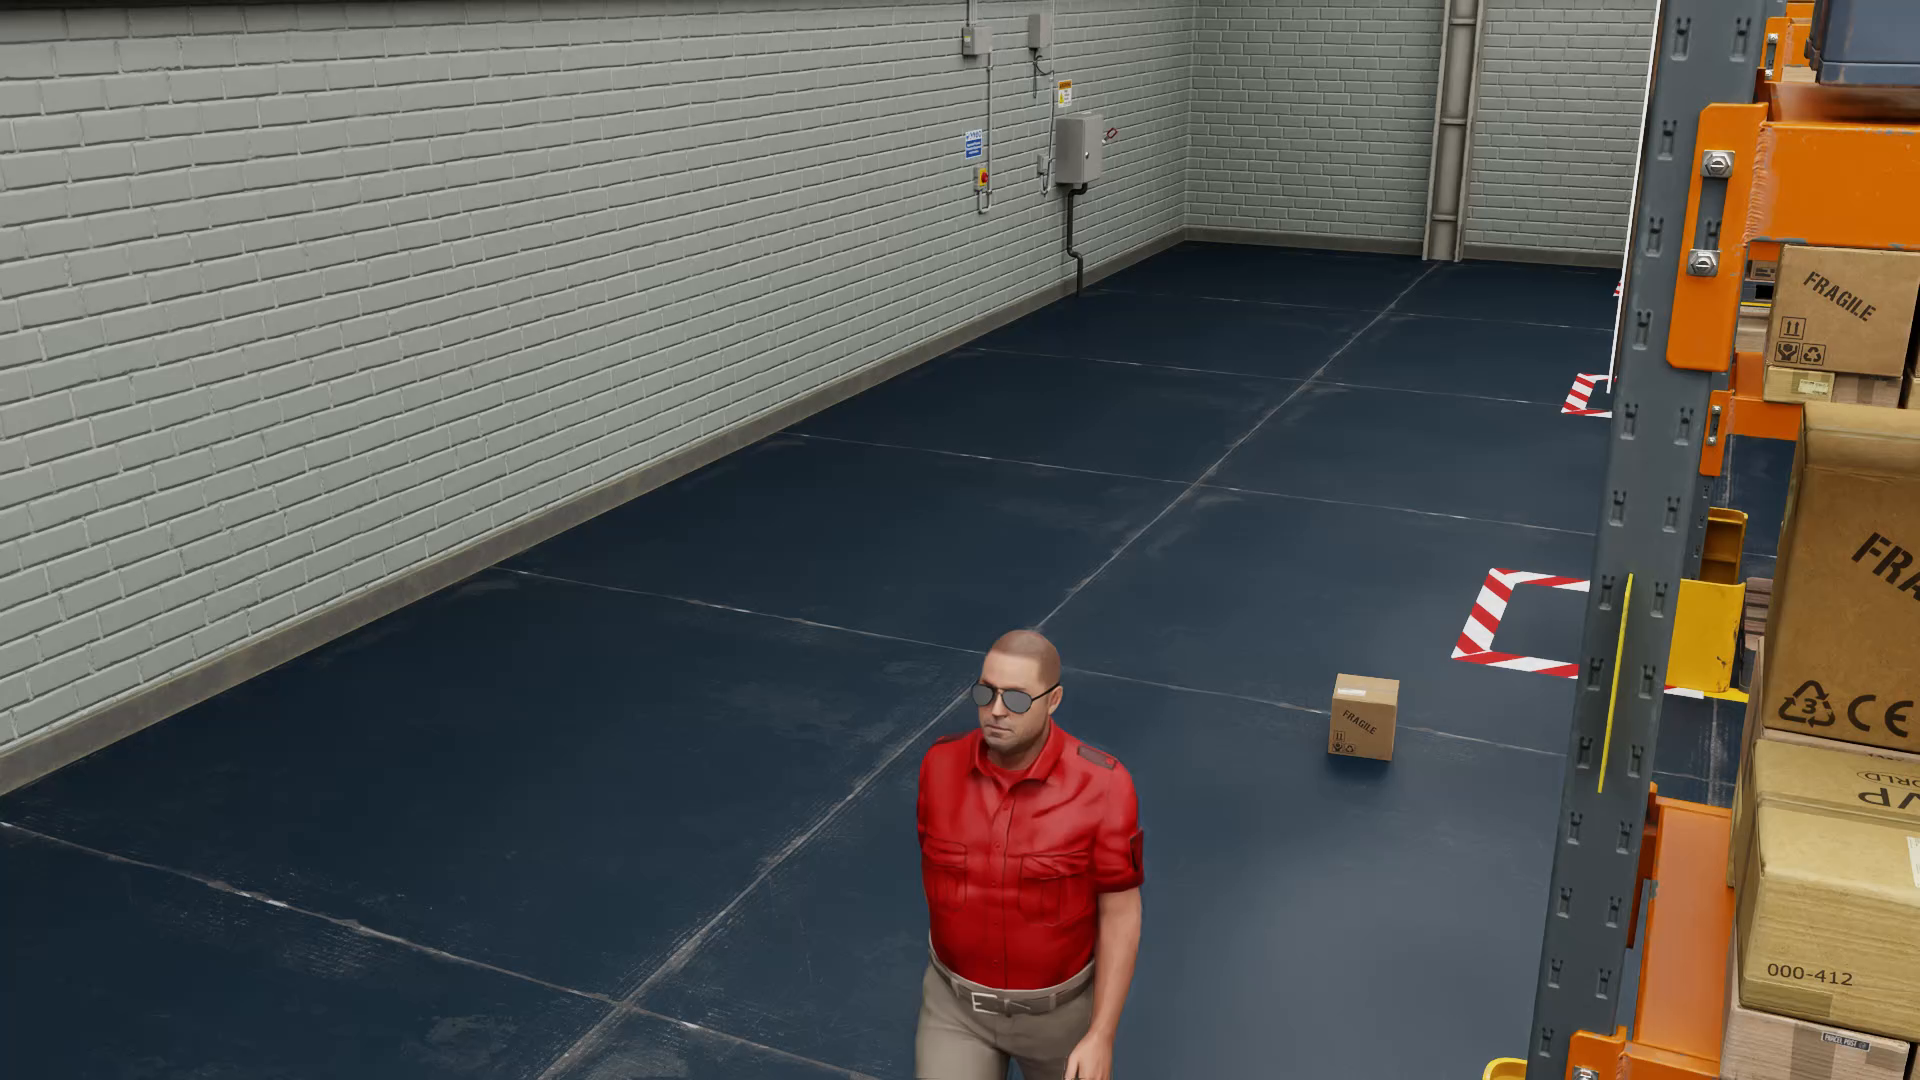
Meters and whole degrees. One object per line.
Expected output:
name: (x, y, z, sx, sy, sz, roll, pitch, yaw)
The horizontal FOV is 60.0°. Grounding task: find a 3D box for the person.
person: (0.136, 1.001, 3.669, 0.531, 1.682, 0.998, 6, 20, 16)
